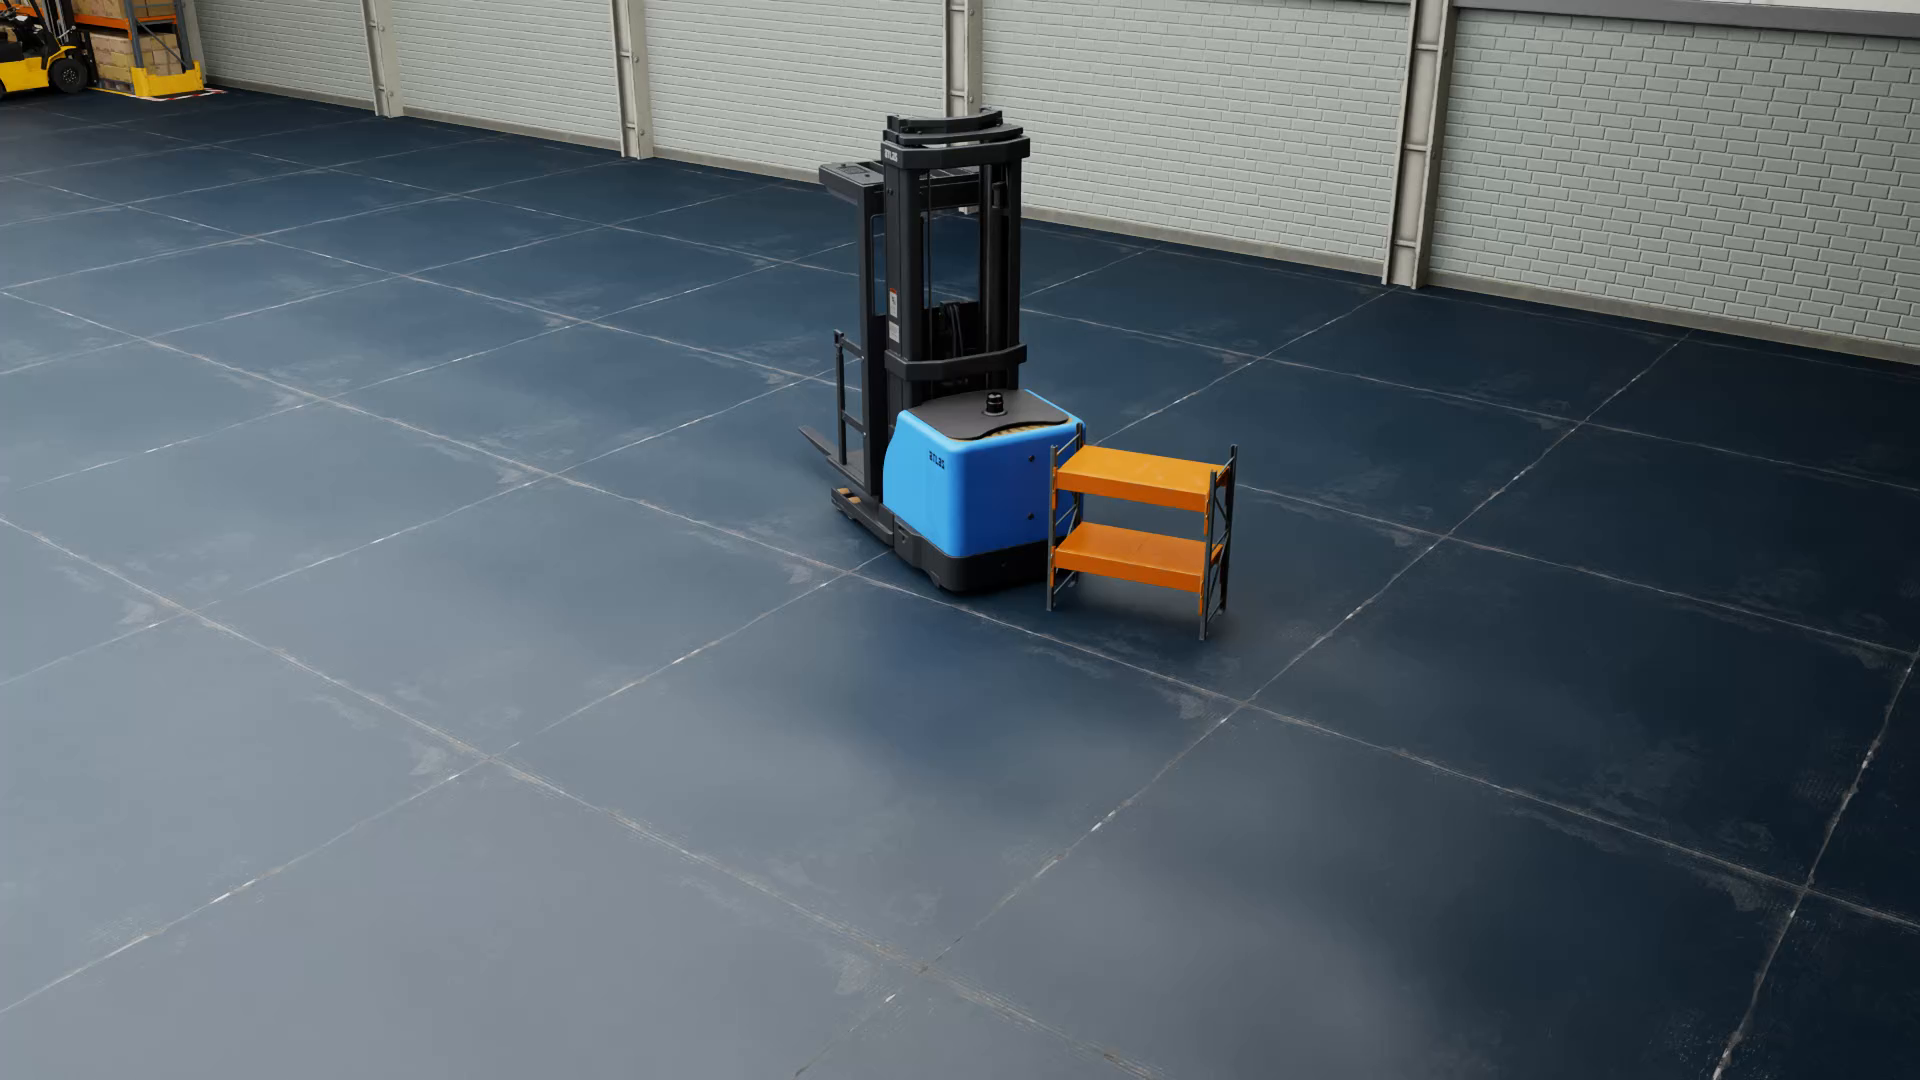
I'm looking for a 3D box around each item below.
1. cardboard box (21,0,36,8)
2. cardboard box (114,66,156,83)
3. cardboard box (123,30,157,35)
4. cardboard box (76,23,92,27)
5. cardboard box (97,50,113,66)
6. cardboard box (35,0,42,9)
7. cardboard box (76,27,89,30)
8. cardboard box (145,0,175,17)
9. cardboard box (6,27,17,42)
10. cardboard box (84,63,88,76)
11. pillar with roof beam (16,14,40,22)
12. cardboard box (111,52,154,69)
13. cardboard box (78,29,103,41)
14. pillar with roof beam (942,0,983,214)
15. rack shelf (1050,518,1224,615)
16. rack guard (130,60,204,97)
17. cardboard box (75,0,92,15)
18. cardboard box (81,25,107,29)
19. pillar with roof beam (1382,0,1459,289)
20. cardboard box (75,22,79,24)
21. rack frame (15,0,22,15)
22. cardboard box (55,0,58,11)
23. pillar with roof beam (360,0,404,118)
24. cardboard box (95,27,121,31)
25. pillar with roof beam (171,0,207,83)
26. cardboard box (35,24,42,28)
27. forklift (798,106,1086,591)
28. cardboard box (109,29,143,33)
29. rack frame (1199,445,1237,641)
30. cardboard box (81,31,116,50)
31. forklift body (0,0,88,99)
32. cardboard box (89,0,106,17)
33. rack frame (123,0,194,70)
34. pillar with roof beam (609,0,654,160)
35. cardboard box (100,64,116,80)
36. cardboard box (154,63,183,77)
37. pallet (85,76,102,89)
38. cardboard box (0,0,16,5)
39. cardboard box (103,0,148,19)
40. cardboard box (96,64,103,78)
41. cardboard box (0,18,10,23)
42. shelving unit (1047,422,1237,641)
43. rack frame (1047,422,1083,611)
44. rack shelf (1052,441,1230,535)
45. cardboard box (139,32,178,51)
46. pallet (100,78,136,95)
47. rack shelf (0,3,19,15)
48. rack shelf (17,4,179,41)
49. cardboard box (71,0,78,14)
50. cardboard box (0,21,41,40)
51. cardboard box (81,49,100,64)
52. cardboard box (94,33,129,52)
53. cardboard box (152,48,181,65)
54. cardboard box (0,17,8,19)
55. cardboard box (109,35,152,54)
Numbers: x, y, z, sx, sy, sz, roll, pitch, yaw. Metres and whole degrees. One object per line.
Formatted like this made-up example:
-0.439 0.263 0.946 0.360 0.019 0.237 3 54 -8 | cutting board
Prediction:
-17.360 -10.327 31.344 0.500 0.500 0.500 16 28 32 | cardboard box
-14.923 -8.451 30.099 0.500 0.250 0.500 17 29 34 | cardboard box
-15.031 -9.194 30.545 0.500 0.250 0.500 17 29 33 | cardboard box
-16.634 -9.690 31.671 0.500 0.250 0.500 16 29 33 | cardboard box
-15.330 -8.810 30.293 0.500 0.250 0.500 16 29 33 | cardboard box
-16.933 -10.206 31.070 0.500 0.500 0.500 17 29 34 | cardboard box
-16.552 -9.402 31.019 0.500 0.250 0.500 18 29 35 | cardboard box
-14.588 -9.760 30.058 0.500 0.500 0.500 18 29 35 | cardboard box
-17.983 -9.701 32.471 0.625 0.625 0.875 18 30 36 | cardboard box
-16.139 -8.816 30.929 0.500 0.250 0.500 18 29 35 | cardboard box
-21.757 -12.772 29.576 0.400 9.000 9.100 17 29 33 | pillar with roof beam
-14.935 -8.685 30.010 0.500 0.250 0.500 16 29 33 | cardboard box
-16.136 -9.273 30.725 0.500 0.250 0.500 16 28 32 | cardboard box
-2.553 -6.968 16.404 0.400 9.000 9.100 17 29 33 | pillar with roof beam
1.138 0.158 10.603 1.000 0.278 0.538 10 26 22 | rack shelf
-14.339 -8.356 30.094 0.348 0.500 1.175 17 29 33 | rack guard
-15.729 -9.838 30.233 0.500 0.500 0.500 16 29 32 | cardboard box
-16.238 -9.563 31.384 0.500 0.250 0.500 17 29 34 | cardboard box
2.248 -5.517 13.111 0.400 9.000 9.100 17 29 33 | pillar with roof beam
-17.049 -9.807 31.938 0.500 0.250 0.500 17 29 34 | cardboard box
-17.559 -10.473 31.799 0.127 3.000 1.000 17 29 33 | rack frame
-16.527 -10.084 30.793 0.500 0.500 0.500 16 29 33 | cardboard box
-12.155 -9.870 22.990 0.400 9.000 9.100 17 29 33 | pillar with roof beam
-15.830 -9.444 31.114 0.500 0.250 0.500 16 28 32 | cardboard box
-16.956 -11.321 26.283 0.400 9.000 9.100 17 29 33 | pillar with roof beam
-17.360 -9.646 31.571 0.500 0.250 0.500 16 29 33 | cardboard box
-0.291 -1.565 11.666 1.130 2.935 3.031 -12 26 -25 | forklift
-15.425 -9.318 30.828 0.500 0.250 0.500 17 29 33 | cardboard box
1.603 0.017 10.316 0.032 1.125 0.500 10 26 22 | rack frame
-15.735 -9.148 30.441 0.500 0.250 0.500 17 29 34 | cardboard box
-16.969 -8.987 29.479 1.214 2.155 2.313 17 29 33 | forklift body
-15.319 -9.714 29.952 0.500 0.500 0.500 18 29 35 | cardboard box
-14.358 -9.505 29.603 0.127 3.000 1.000 17 29 33 | rack frame
-7.354 -8.419 19.697 0.400 9.000 9.100 17 29 33 | pillar with roof beam
-15.315 -8.574 30.379 0.500 0.250 0.500 17 29 33 | cardboard box
-14.634 -8.621 30.486 0.500 0.250 0.500 17 29 34 | cardboard box
-15.967 -8.696 31.224 1.213 0.211 1.003 17 29 33 | pallet
-18.119 -10.441 31.914 0.500 0.250 0.500 18 29 34 | cardboard box
-14.909 -9.585 29.661 0.500 0.500 0.500 16 28 32 | cardboard box
-15.710 -8.698 30.660 0.500 0.250 0.500 17 29 34 | cardboard box
-19.202 -10.072 33.313 0.625 0.625 0.875 15 28 31 | cardboard box
1.138 -0.066 10.505 1.048 1.125 0.538 10 26 22 | shelving unit
0.673 -0.149 10.693 0.032 1.125 0.500 10 26 22 | rack frame
1.138 -0.334 10.387 1.000 0.278 0.538 10 26 22 | rack shelf
-14.629 -9.074 30.274 0.500 0.250 0.500 16 29 33 | cardboard box
-14.995 -8.401 30.554 1.213 0.211 1.003 17 29 33 | pallet
-19.159 -10.627 33.041 4.000 0.370 1.077 17 29 33 | rack shelf
-15.958 -9.660 30.846 4.000 0.370 1.077 17 29 33 | rack shelf
-16.138 -9.956 30.501 0.500 0.500 0.500 17 29 34 | cardboard box
-18.599 -9.891 32.902 0.625 0.625 0.875 16 29 33 | cardboard box
-15.755 -8.928 30.561 0.500 0.250 0.500 16 28 32 | cardboard box
-15.325 -9.029 30.172 0.500 0.250 0.500 17 29 34 | cardboard box
-14.609 -8.849 30.382 0.500 0.250 0.500 17 29 34 | cardboard box
-19.741 -10.235 33.683 0.625 0.625 0.875 18 29 35 | cardboard box
-14.913 -8.908 29.896 0.500 0.250 0.500 18 29 35 | cardboard box
